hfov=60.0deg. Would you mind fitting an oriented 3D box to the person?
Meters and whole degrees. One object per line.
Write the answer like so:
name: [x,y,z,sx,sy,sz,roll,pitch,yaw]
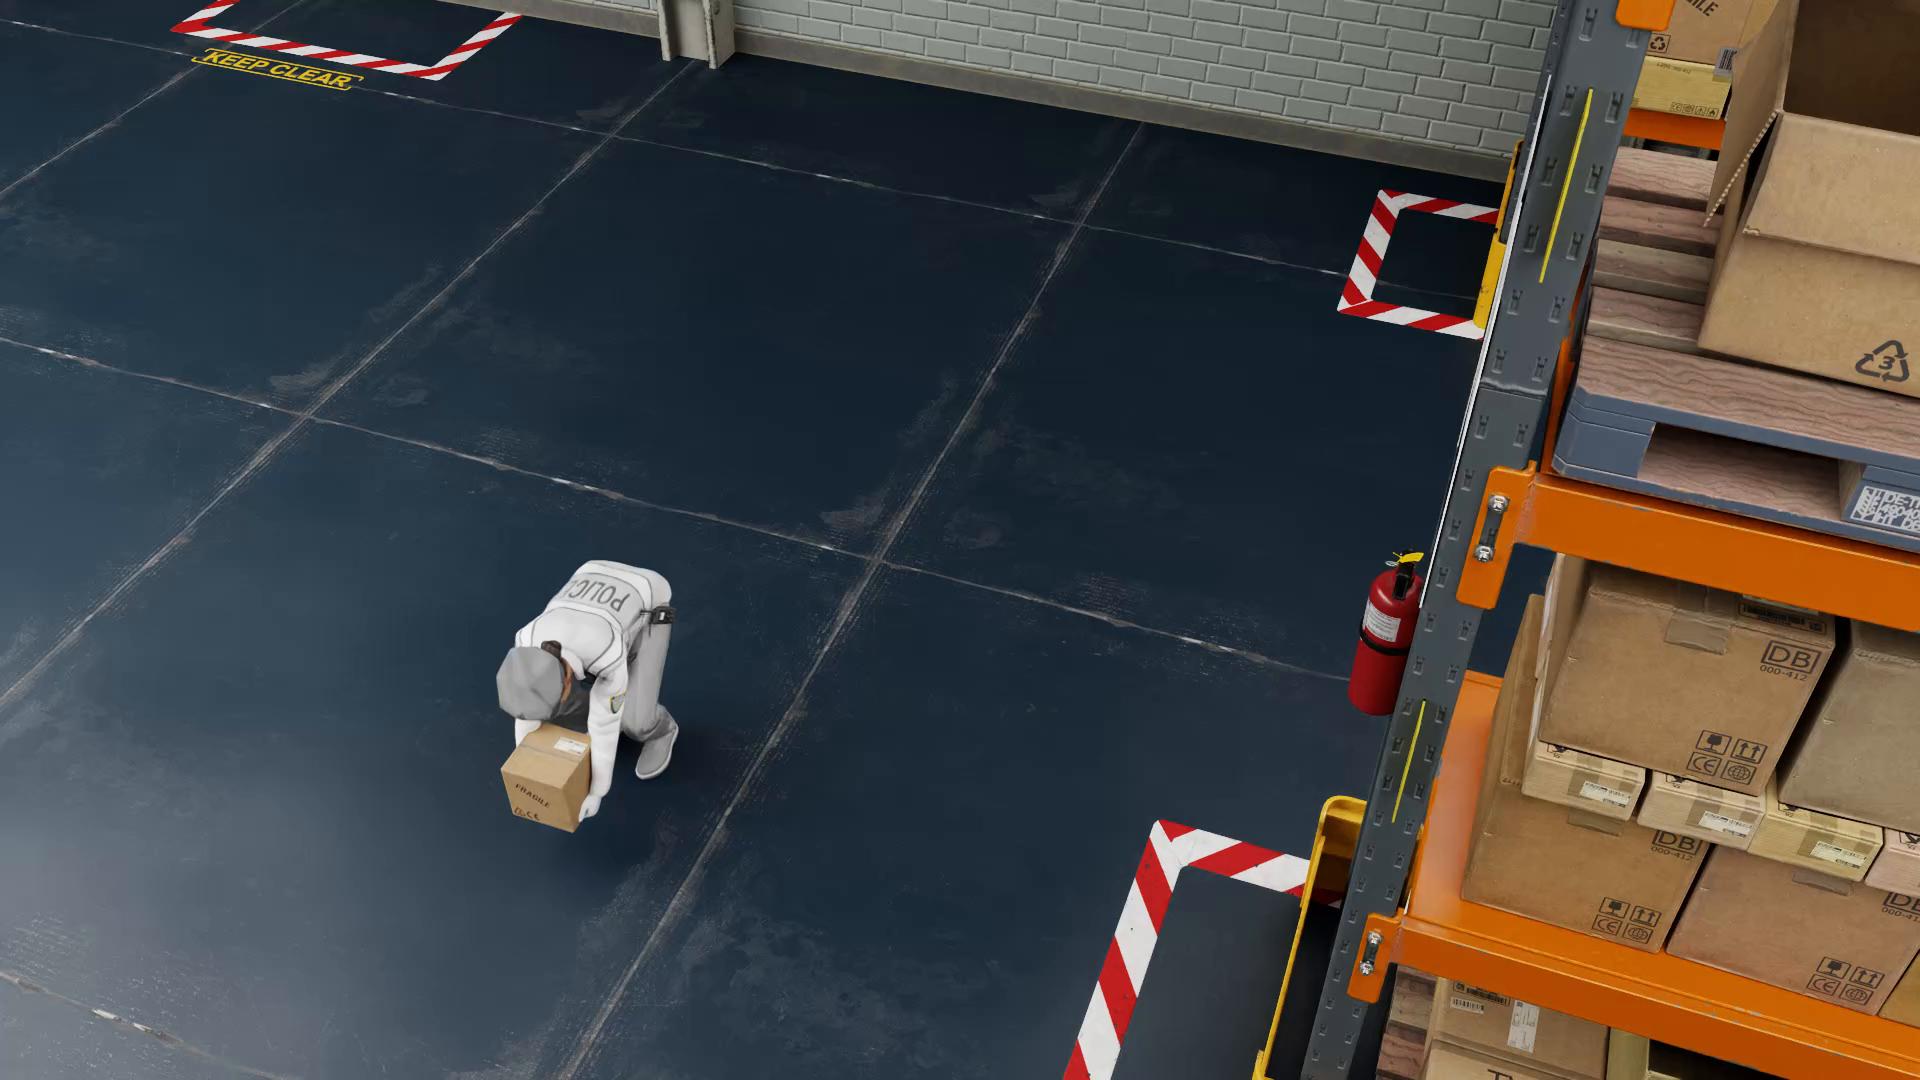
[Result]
person: [-1.336,0.542,6.068,0.462,0.982,0.907,12,43,13]
